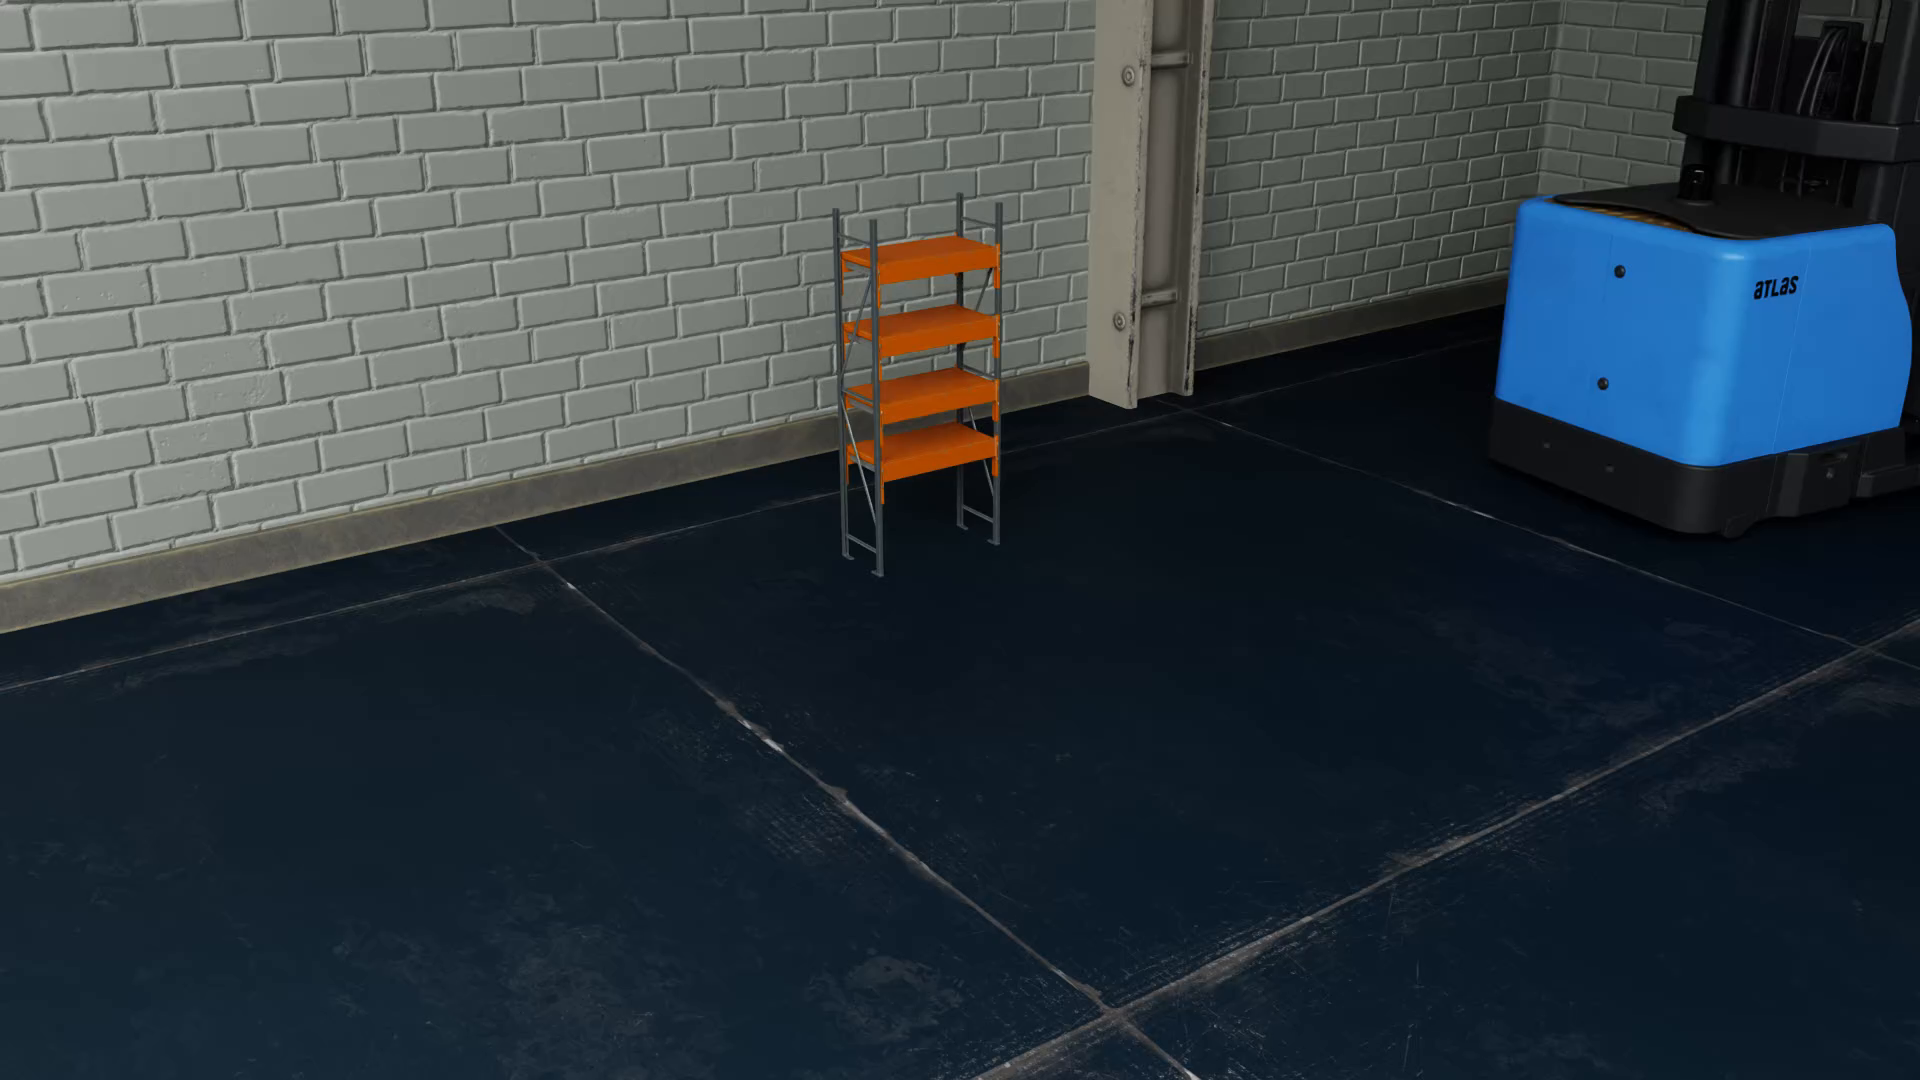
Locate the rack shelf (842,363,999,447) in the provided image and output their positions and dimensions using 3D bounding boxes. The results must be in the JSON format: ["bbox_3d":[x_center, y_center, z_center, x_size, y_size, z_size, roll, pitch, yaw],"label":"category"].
[{"bbox_3d":[-0.134,-0.459,5.609,0.480,0.148,0.258,-15,26,-33],"label":"rack shelf"}]

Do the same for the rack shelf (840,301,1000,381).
[{"bbox_3d":[-0.134,-0.667,5.526,0.480,0.148,0.258,-15,26,-33],"label":"rack shelf"}]

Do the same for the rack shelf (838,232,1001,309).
[{"bbox_3d":[-0.134,-0.886,5.439,0.480,0.148,0.258,-15,26,-33],"label":"rack shelf"}]

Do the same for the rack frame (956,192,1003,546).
[{"bbox_3d":[0.064,-0.574,5.717,0.015,1.200,0.240,-15,26,-33],"label":"rack frame"}]

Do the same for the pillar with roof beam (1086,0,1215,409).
[{"bbox_3d":[3.329,-3.551,2.653,0.400,9.000,9.100,-15,26,-33],"label":"pillar with roof beam"}]

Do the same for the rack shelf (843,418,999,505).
[{"bbox_3d":[-0.134,-0.275,5.683,0.480,0.148,0.258,-15,26,-33],"label":"rack shelf"}]

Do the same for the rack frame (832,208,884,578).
[{"bbox_3d":[-0.332,-0.469,5.452,0.015,1.200,0.240,-15,26,-33],"label":"rack frame"}]

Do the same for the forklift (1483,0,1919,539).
[{"bbox_3d":[3.608,-1.734,6.287,3.031,2.935,1.130,-11,24,-26],"label":"forklift"}]

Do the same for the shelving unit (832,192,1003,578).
[{"bbox_3d":[-0.134,-0.521,5.584,0.503,1.200,0.258,-15,26,-33],"label":"shelving unit"}]
